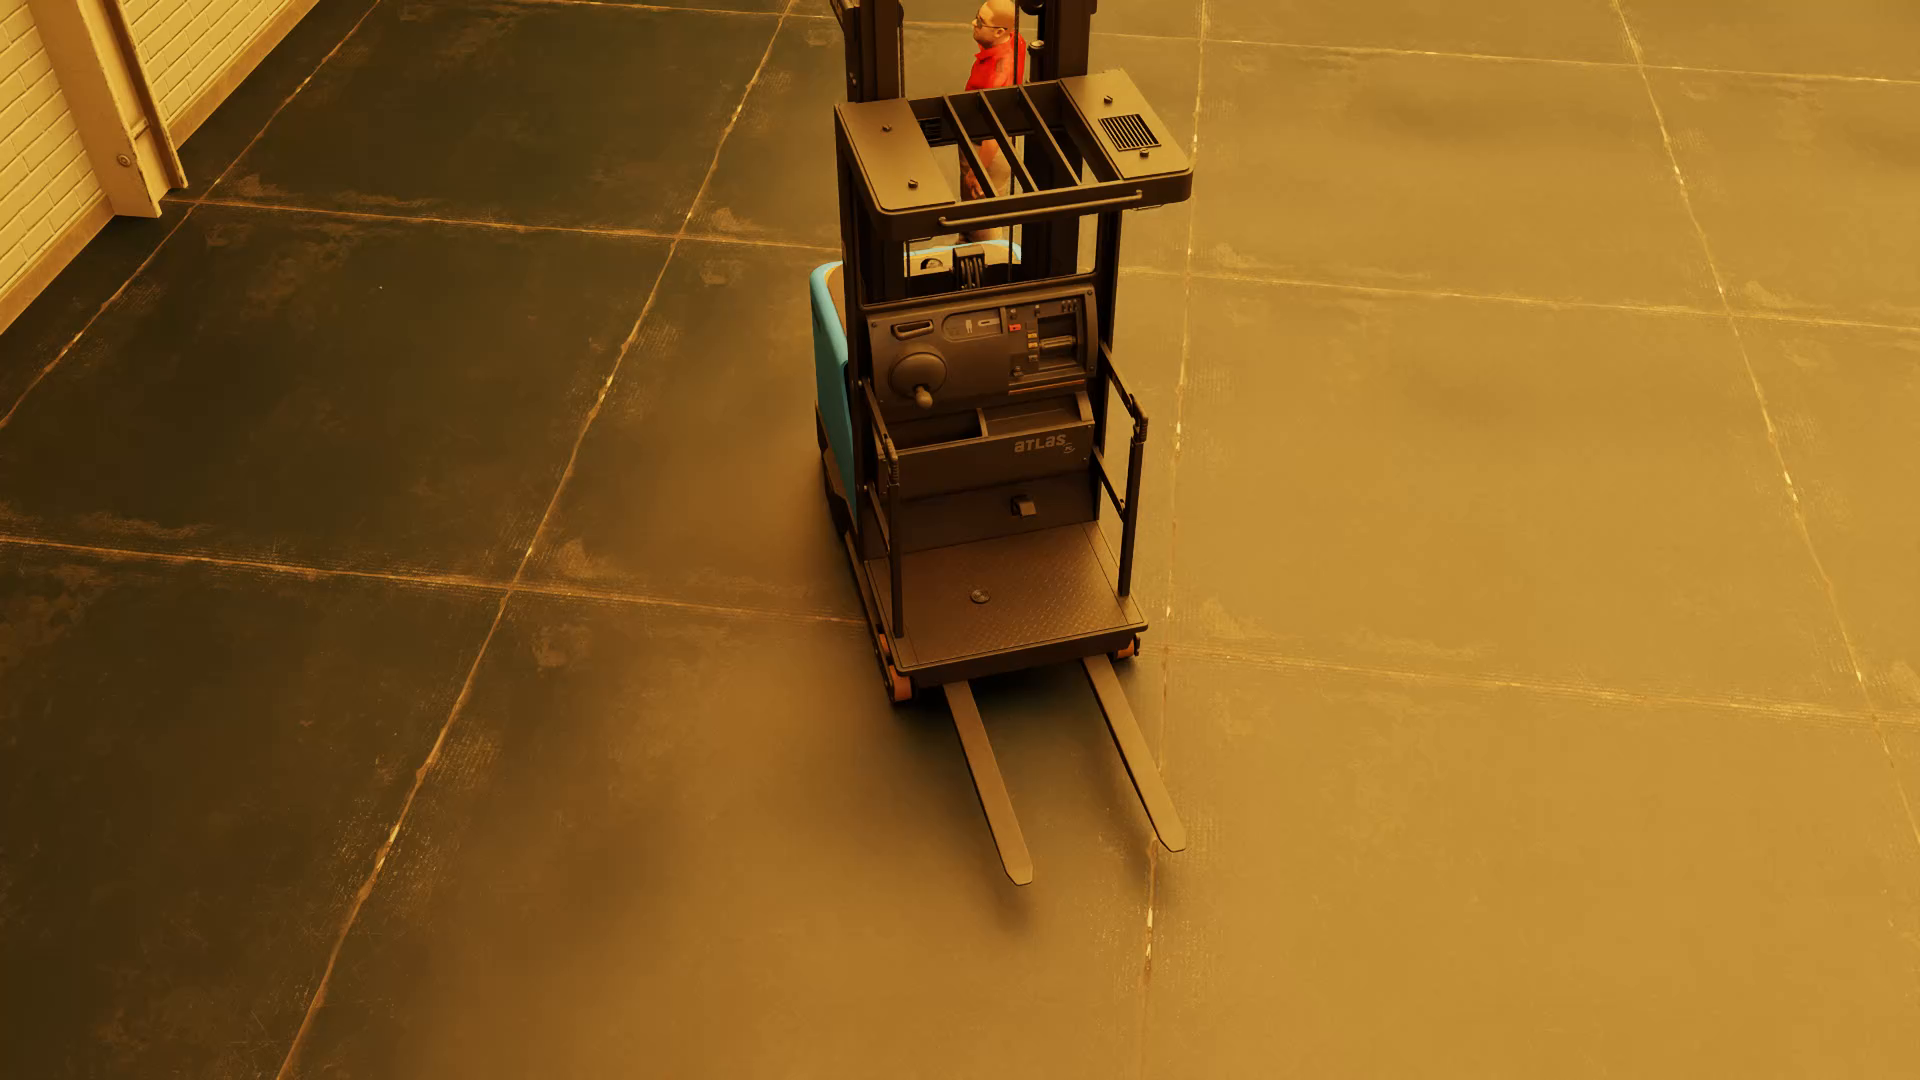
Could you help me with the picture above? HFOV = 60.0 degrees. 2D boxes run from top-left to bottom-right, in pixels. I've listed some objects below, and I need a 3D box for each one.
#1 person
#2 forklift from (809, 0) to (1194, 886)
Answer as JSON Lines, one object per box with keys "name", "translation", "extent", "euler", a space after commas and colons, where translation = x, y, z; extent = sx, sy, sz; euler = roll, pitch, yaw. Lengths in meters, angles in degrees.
{"name": "person", "translation": [0.054, -2.088, 8.875], "extent": [0.551, 1.727, 0.642], "euler": [4, 43, 5]}
{"name": "forklift", "translation": [0.153, -0.681, 6.465], "extent": [1.130, 2.935, 3.031], "euler": [-10, 44, -11]}
